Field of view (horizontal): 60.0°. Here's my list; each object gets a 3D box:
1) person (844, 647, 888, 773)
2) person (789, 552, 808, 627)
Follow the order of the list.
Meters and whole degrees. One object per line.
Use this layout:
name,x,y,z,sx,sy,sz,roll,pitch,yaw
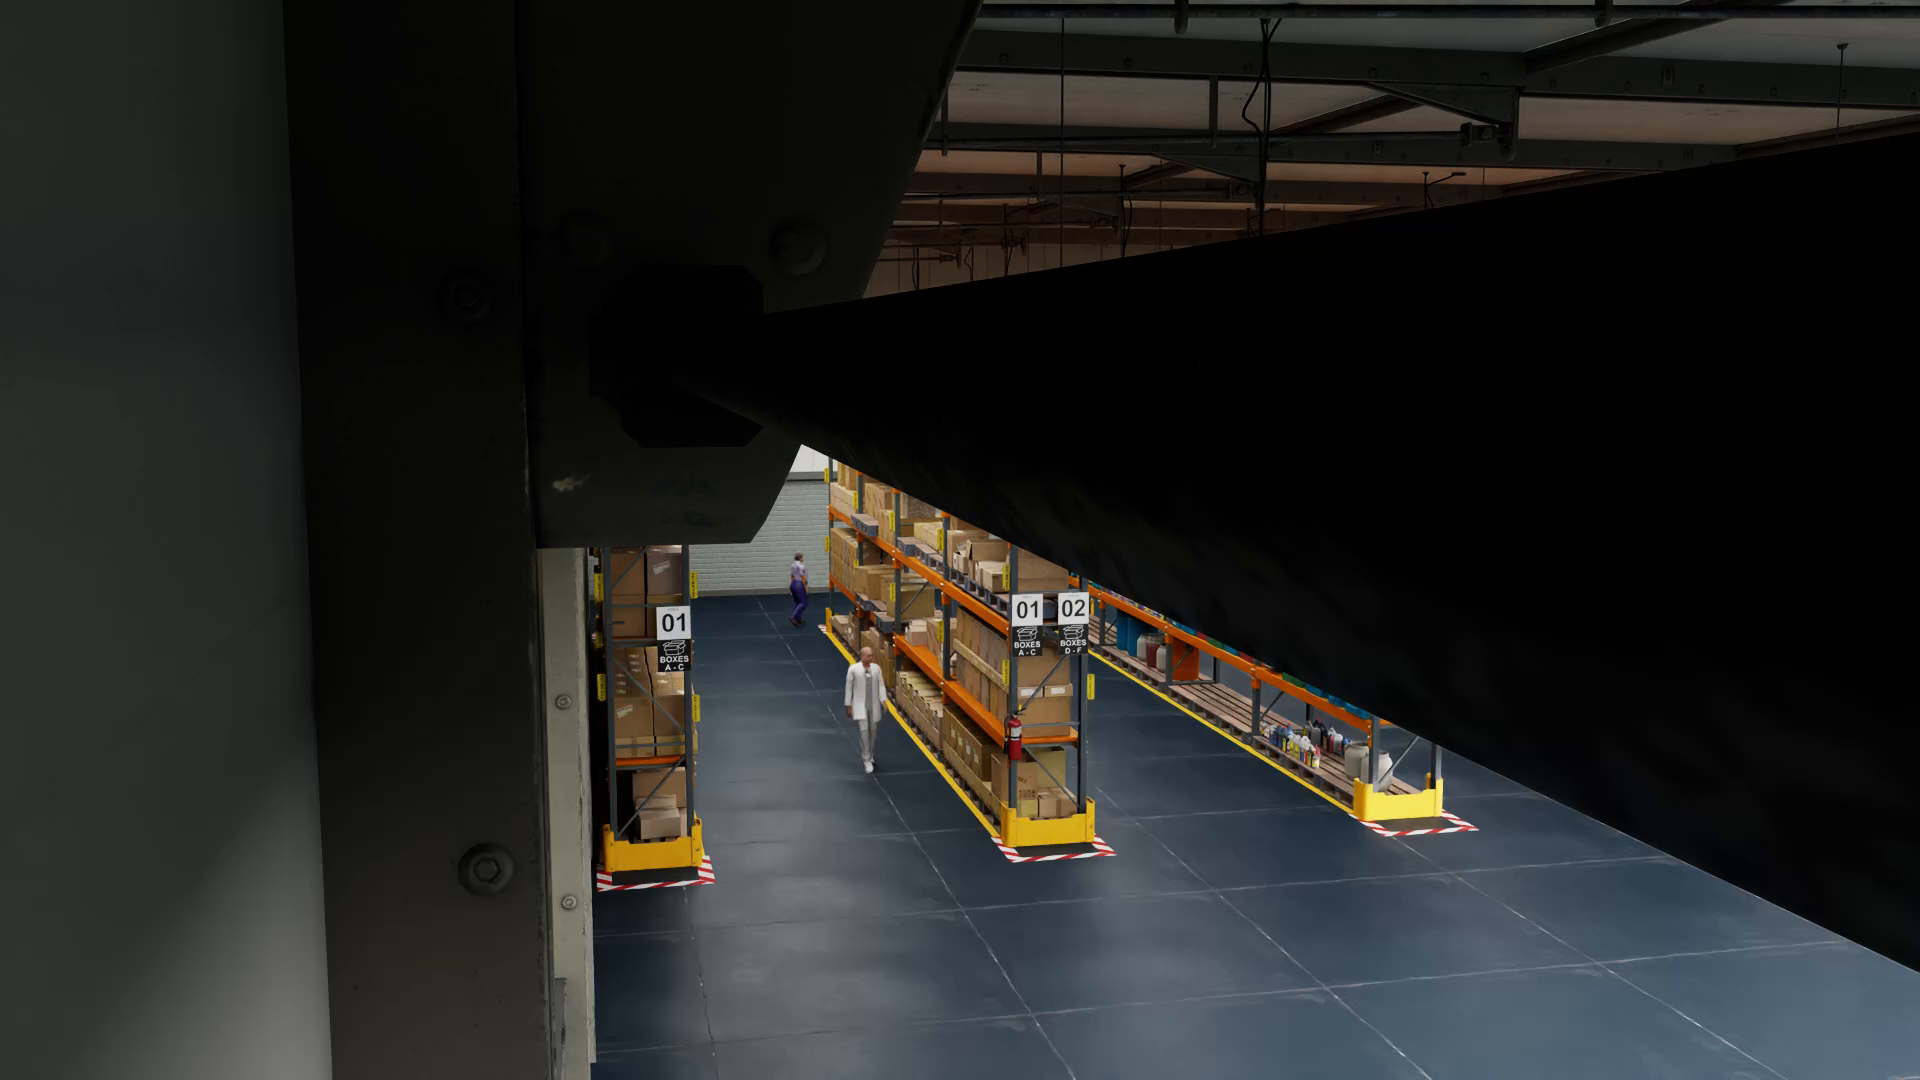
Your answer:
person,-1.357,2.520,24.867,0.620,1.794,0.798,-3,7,-25
person,-3.641,1.098,37.222,0.622,1.652,0.536,-5,8,-36
